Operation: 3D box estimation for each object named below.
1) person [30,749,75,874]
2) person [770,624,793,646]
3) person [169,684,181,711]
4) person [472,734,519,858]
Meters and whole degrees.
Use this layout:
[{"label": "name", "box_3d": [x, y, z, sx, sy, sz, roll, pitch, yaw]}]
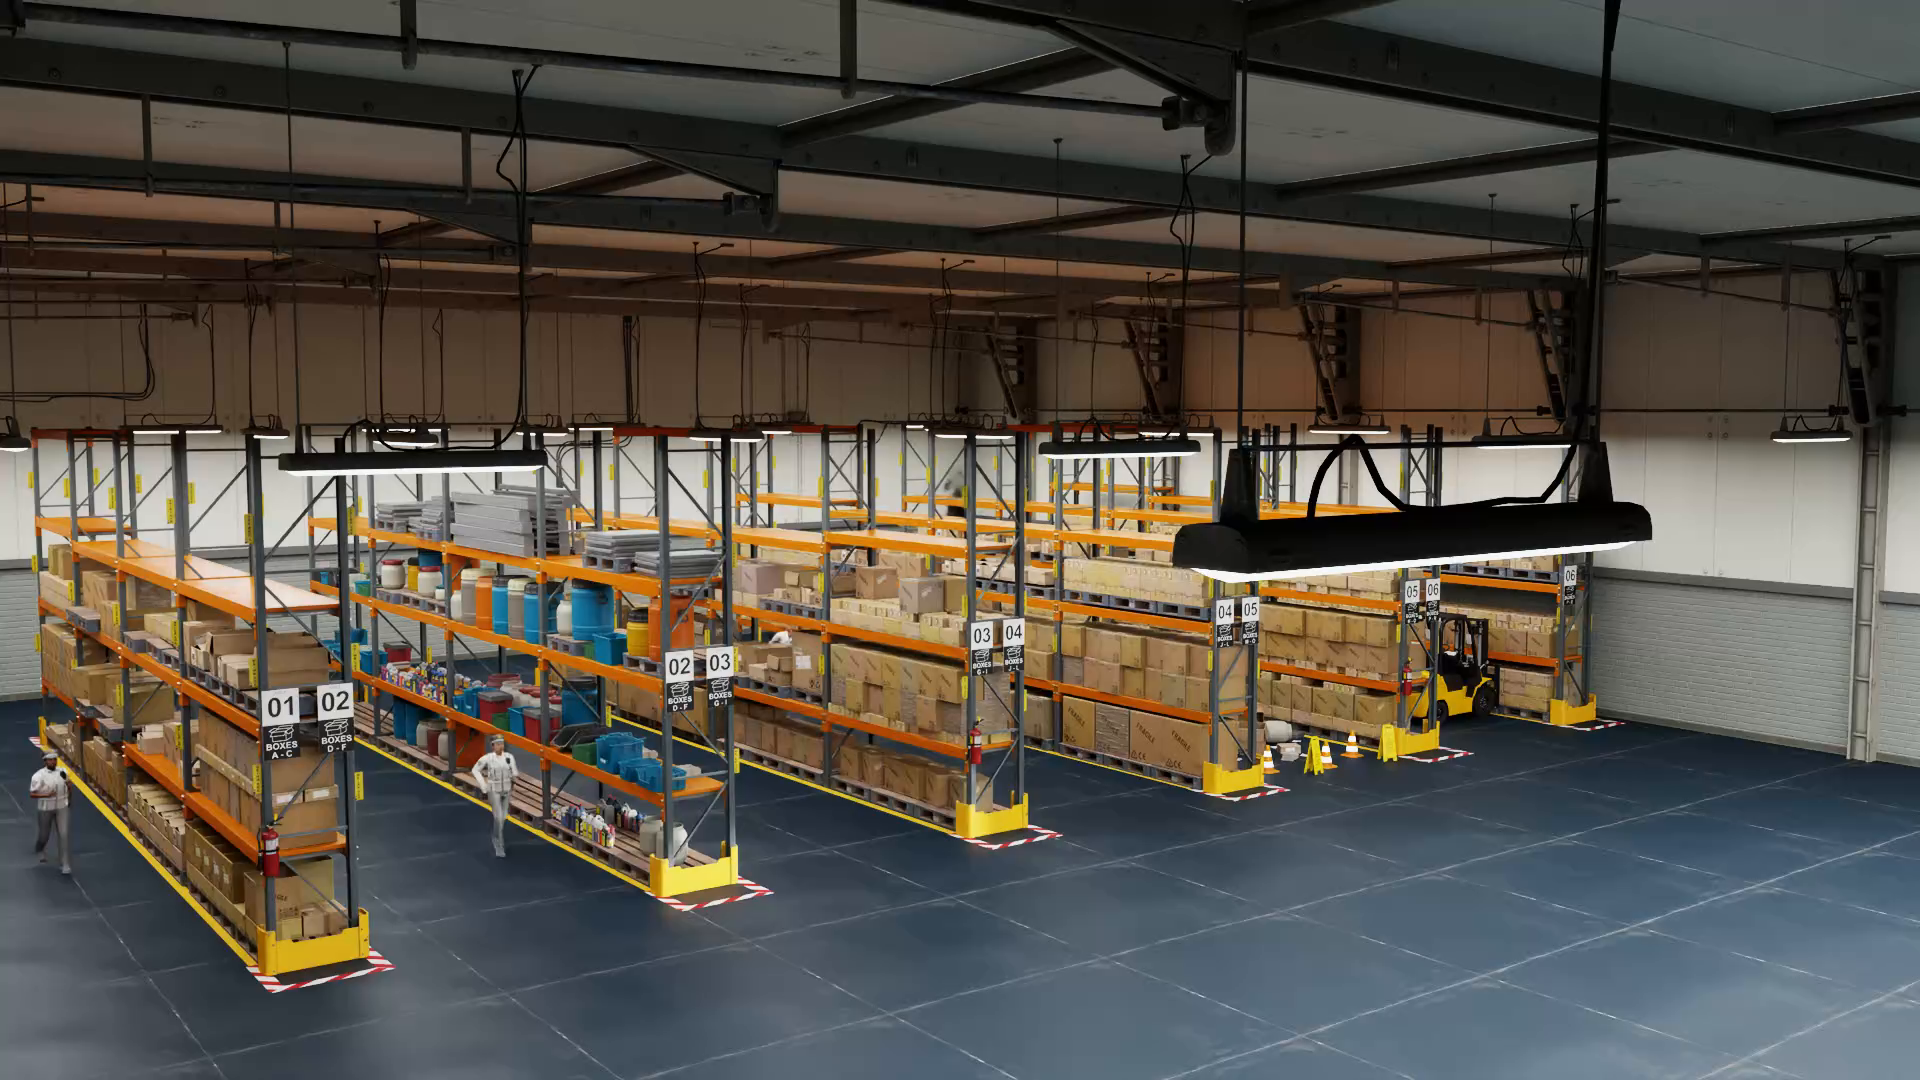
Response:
[{"label": "person", "box_3d": [-12.432, 3.685, 22.799, 0.581, 1.668, 0.929, -4, 6, -43]}, {"label": "person", "box_3d": [-3.672, 2.612, 35.774, 0.708, 1.768, 1.030, -3, 5, -30]}, {"label": "person", "box_3d": [-15.715, 2.879, 33.000, 0.849, 1.791, 0.755, 1, 5, 17]}, {"label": "person", "box_3d": [-6.583, 3.632, 23.734, 0.595, 1.749, 0.688, -4, 6, -39]}]
